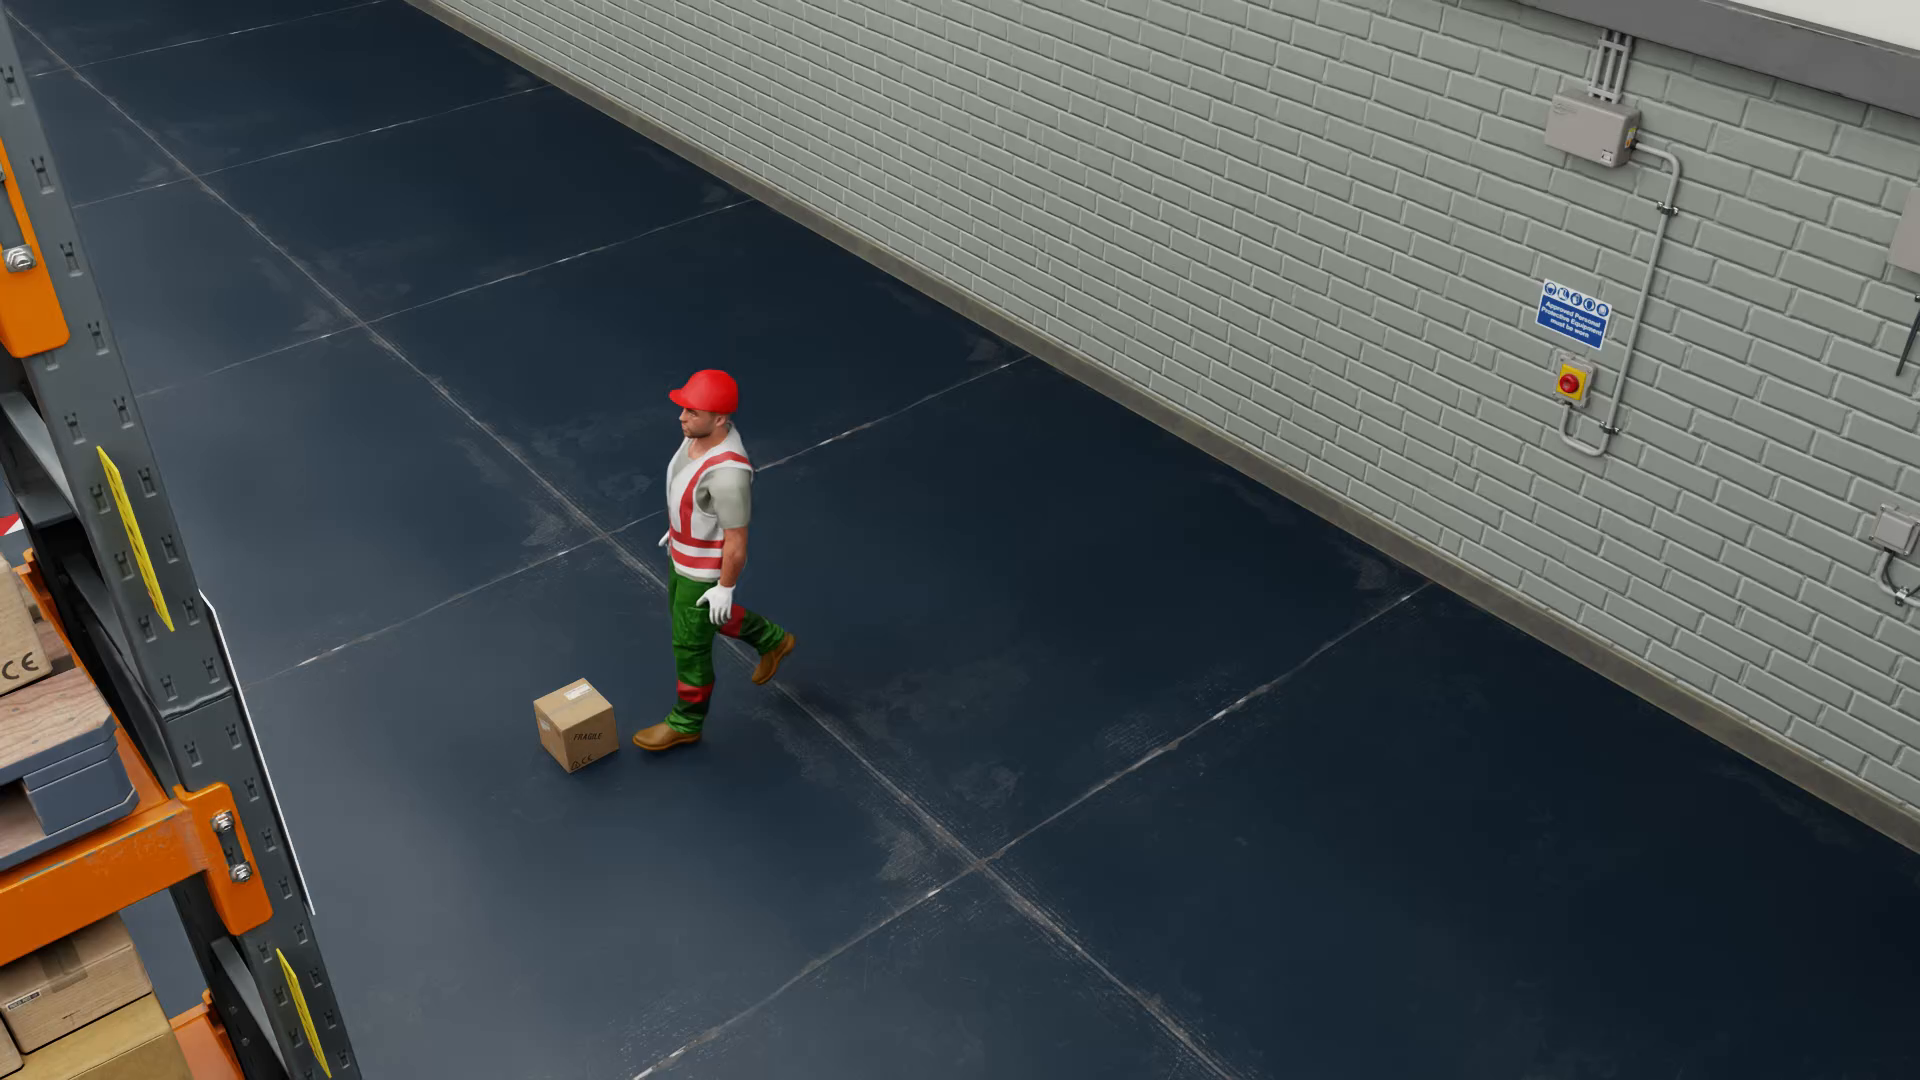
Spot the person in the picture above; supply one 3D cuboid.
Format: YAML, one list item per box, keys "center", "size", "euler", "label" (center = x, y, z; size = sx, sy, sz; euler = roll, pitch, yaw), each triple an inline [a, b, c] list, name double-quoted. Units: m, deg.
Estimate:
- center: [-1.081, 0.076, 6.938]
  size: [0.782, 1.780, 0.579]
  euler: [-9, 37, -12]
  label: "person"
